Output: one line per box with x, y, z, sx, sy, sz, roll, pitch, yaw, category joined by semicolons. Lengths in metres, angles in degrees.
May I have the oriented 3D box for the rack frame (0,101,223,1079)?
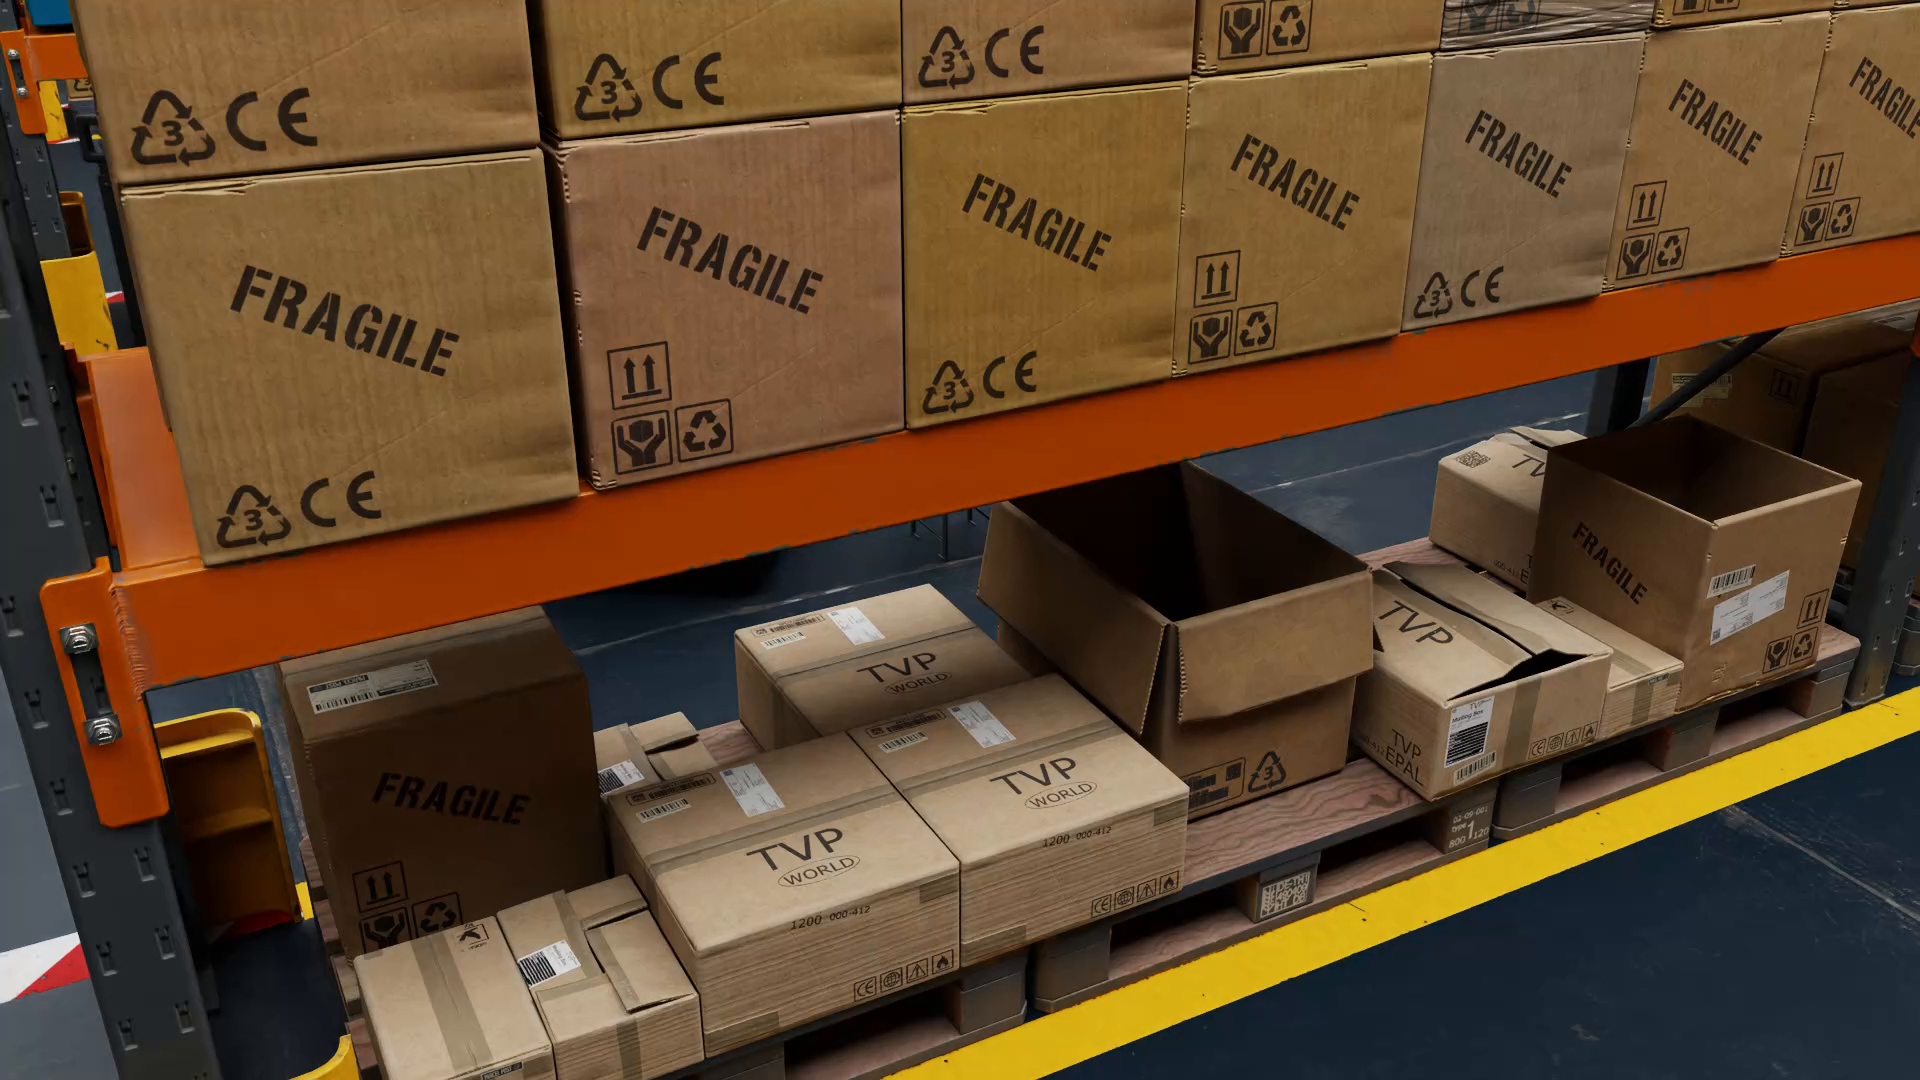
-1.390;-0.296;2.401;0.127;3.000;1.000;-13;29;-25;rack frame

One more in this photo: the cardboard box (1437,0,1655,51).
0.920;-1.197;3.006;0.500;0.500;0.500;-13;28;-25;cardboard box

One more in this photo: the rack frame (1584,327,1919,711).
2.140;-1.111;4.097;0.127;3.000;1.000;-13;29;-25;rack frame

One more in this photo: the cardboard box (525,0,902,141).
-0.417;-0.891;2.369;0.500;0.500;0.500;-13;28;-25;cardboard box

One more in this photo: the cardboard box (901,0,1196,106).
0.027;-0.991;2.577;0.500;0.500;0.500;-13;28;-24;cardboard box

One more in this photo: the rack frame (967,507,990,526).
0.083;-0.425;5.095;0.006;0.900;0.240;-13;29;-25;rack frame

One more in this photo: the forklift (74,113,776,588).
-2.016;-1.445;4.873;3.031;2.935;1.130;3;26;6;forklift

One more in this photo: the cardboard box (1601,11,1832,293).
1.365;-0.850;3.440;0.500;0.500;0.500;-12;28;-24;cardboard box

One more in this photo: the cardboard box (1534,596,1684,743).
1.468;0.300;3.945;0.250;0.149;0.380;-13;29;-25;cardboard box

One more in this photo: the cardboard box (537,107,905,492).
-0.422;-0.438;2.580;0.500;0.500;0.500;-13;29;-26;cardboard box

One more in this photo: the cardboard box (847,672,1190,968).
0.106;0.539;3.330;0.500;0.250;0.500;-13;29;-25;cardboard box

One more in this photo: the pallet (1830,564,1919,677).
2.839;-0.033;5.076;1.213;0.211;1.003;-13;29;-25;pallet

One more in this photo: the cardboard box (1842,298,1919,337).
2.880;-0.489;5.183;0.500;0.500;0.500;-13;29;-25;cardboard box

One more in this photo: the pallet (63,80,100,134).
-5.379;-3.016;11.287;1.213;0.211;1.003;-13;29;-25;pallet

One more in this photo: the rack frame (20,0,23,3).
-6.048;-4.080;10.282;0.127;3.000;1.000;-13;29;-25;rack frame

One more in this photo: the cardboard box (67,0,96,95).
-1.127;-0.987;2.570;0.500;0.500;0.500;-13;29;-26;cardboard box

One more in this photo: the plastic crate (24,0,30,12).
-3.510;-2.371;6.612;0.499;0.435;0.616;-13;29;-25;plastic crate

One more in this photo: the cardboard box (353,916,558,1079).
-0.859;0.837;2.827;0.250;0.149;0.380;-13;29;-25;cardboard box

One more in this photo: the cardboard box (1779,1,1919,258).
1.819;-0.956;3.660;0.500;0.500;0.500;-12;28;-24;cardboard box

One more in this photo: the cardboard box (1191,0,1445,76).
0.475;-1.095;2.793;0.500;0.500;0.500;-13;29;-26;cardboard box

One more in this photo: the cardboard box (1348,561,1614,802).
1.108;0.280;3.799;0.500;0.311;0.500;-13;29;-25;cardboard box

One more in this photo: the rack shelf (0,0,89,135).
-1.953;-2.271;7.346;4.000;0.370;1.077;-13;29;-25;rack shelf

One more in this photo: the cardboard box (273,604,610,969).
-1.026;0.428;3.273;0.500;0.500;0.500;-13;29;-25;cardboard box

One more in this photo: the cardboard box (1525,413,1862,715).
1.770;0.042;4.076;0.500;0.500;0.500;-13;29;-25;cardboard box

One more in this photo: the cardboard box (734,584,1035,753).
-0.174;0.359;3.706;0.500;0.250;0.500;-13;29;-25;cardboard box

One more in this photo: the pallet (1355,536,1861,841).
1.533;0.286;4.410;1.213;0.211;1.003;-13;29;-25;pallet

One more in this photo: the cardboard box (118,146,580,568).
-0.874;-0.331;2.357;0.500;0.500;0.500;-12;28;-24;cardboard box

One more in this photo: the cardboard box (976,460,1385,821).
0.484;0.201;3.741;0.637;0.503;0.797;-13;29;-25;cardboard box

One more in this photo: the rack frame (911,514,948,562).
-0.097;-0.383;5.009;0.006;0.900;0.240;-13;29;-25;rack frame

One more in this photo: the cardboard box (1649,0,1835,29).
1.364;-1.299;3.219;0.500;0.500;0.500;-14;29;-26;cardboard box

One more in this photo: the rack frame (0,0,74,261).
-3.718;-2.188;6.342;0.127;3.000;1.000;-13;29;-25;rack frame

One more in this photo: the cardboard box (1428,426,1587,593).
1.667;-0.094;4.578;0.500;0.311;0.500;-13;29;-25;cardboard box

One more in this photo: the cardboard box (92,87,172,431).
-1.123;-0.536;2.785;0.500;0.500;0.500;-12;28;-24;cardboard box

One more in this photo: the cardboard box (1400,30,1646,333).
0.913;-0.745;3.220;0.500;0.500;0.500;-12;28;-24;cardboard box

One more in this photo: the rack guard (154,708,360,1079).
-1.323;0.816;2.974;0.348;0.500;1.175;-13;29;-25;rack guard

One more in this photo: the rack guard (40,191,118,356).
-3.733;-1.052;6.863;0.348;0.500;1.175;-13;29;-25;rack guard

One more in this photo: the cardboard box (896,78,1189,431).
0.023;-0.539;2.791;0.500;0.500;0.500;-13;29;-25;cardboard box

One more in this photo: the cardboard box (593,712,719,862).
-0.626;0.530;3.445;0.250;0.166;0.380;-13;29;-25;cardboard box

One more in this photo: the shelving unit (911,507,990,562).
-0.007;-0.404;5.052;0.210;0.900;0.258;-13;29;-25;shelving unit

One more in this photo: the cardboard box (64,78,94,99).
-5.521;-3.472;10.986;0.875;0.875;0.875;-13;29;-25;cardboard box

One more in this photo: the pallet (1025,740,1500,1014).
0.455;0.536;3.889;1.213;0.211;1.003;-13;29;-25;pallet

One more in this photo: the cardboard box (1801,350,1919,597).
2.681;-0.187;4.555;0.500;0.500;0.500;-14;29;-27;cardboard box

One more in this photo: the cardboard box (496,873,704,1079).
-0.638;0.778;2.929;0.250;0.166;0.380;-13;29;-25;cardboard box

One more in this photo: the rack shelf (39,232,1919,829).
0.375;-0.379;3.405;4.000;0.370;1.077;-13;29;-25;rack shelf

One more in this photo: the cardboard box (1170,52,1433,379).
0.464;-0.640;3.002;0.500;0.500;0.500;-13;28;-24;cardboard box

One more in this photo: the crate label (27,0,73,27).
-3.345;-2.064;6.208;0.303;0.233;0.416;-13;29;-25;crate label

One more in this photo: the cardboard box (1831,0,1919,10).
1.815;-1.404;3.439;0.500;0.500;0.500;-13;28;-25;cardboard box

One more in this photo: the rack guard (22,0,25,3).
-8.226;-4.883;14.843;0.348;0.500;1.175;-13;29;-25;rack guard

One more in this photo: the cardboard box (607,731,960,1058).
-0.336;0.641;3.118;0.500;0.250;0.500;-13;29;-25;cardboard box

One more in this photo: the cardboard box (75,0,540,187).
-0.874;-0.781;2.141;0.500;0.500;0.500;-12;28;-24;cardboard box

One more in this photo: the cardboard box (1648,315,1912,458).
2.440;-0.392;4.980;0.500;0.500;0.500;-13;29;-25;cardboard box

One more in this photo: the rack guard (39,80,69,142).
-6.069;-2.948;10.813;0.348;0.500;1.175;-13;29;-25;rack guard

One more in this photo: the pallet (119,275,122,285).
-2.972;-1.084;7.265;1.213;0.211;1.003;-13;29;-25;pallet

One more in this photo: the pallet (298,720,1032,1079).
-0.620;0.783;3.375;1.213;0.211;1.003;-13;29;-25;pallet
